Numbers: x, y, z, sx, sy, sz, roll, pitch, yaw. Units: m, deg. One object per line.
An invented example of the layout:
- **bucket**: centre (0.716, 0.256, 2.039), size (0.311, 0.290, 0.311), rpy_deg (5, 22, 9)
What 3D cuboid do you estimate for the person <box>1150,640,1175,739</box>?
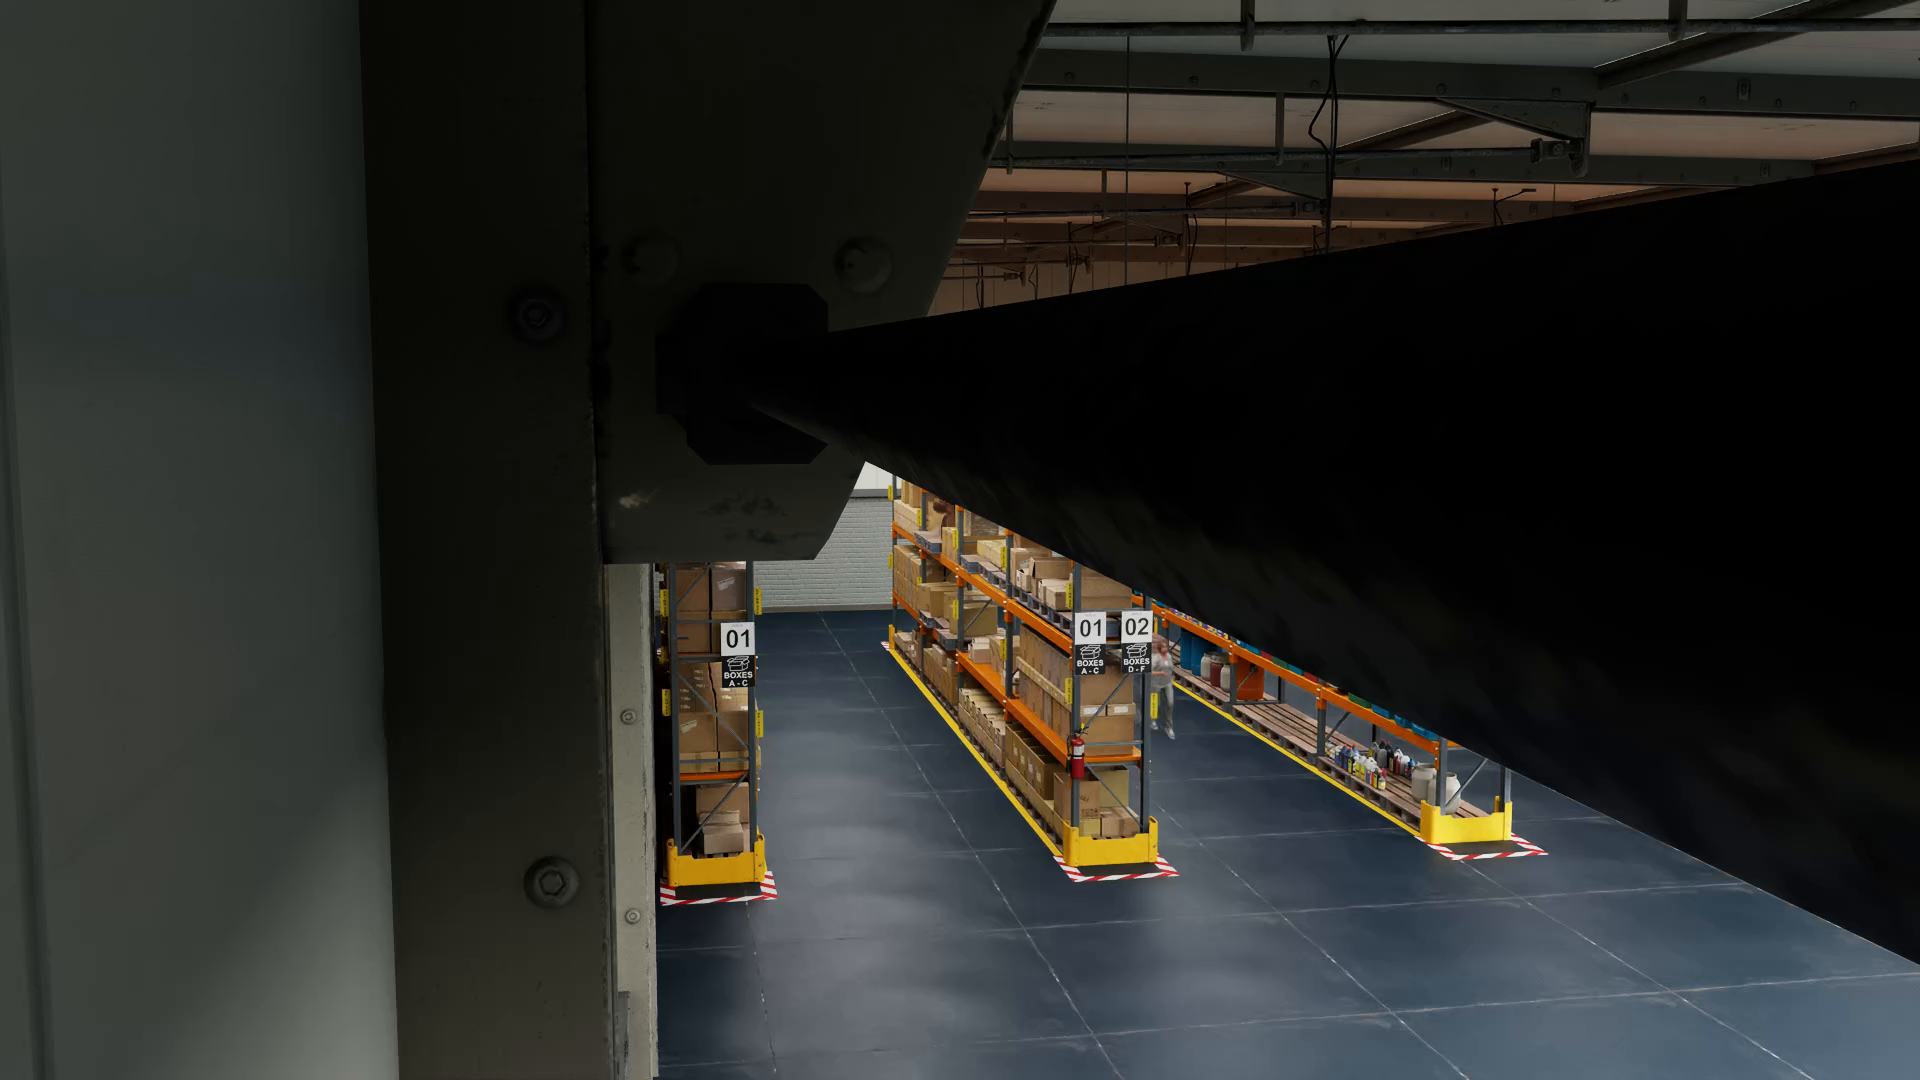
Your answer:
- **person**: centre (3.396, 2.492, 28.104), size (0.521, 1.630, 0.750), rpy_deg (-2, 6, -15)
